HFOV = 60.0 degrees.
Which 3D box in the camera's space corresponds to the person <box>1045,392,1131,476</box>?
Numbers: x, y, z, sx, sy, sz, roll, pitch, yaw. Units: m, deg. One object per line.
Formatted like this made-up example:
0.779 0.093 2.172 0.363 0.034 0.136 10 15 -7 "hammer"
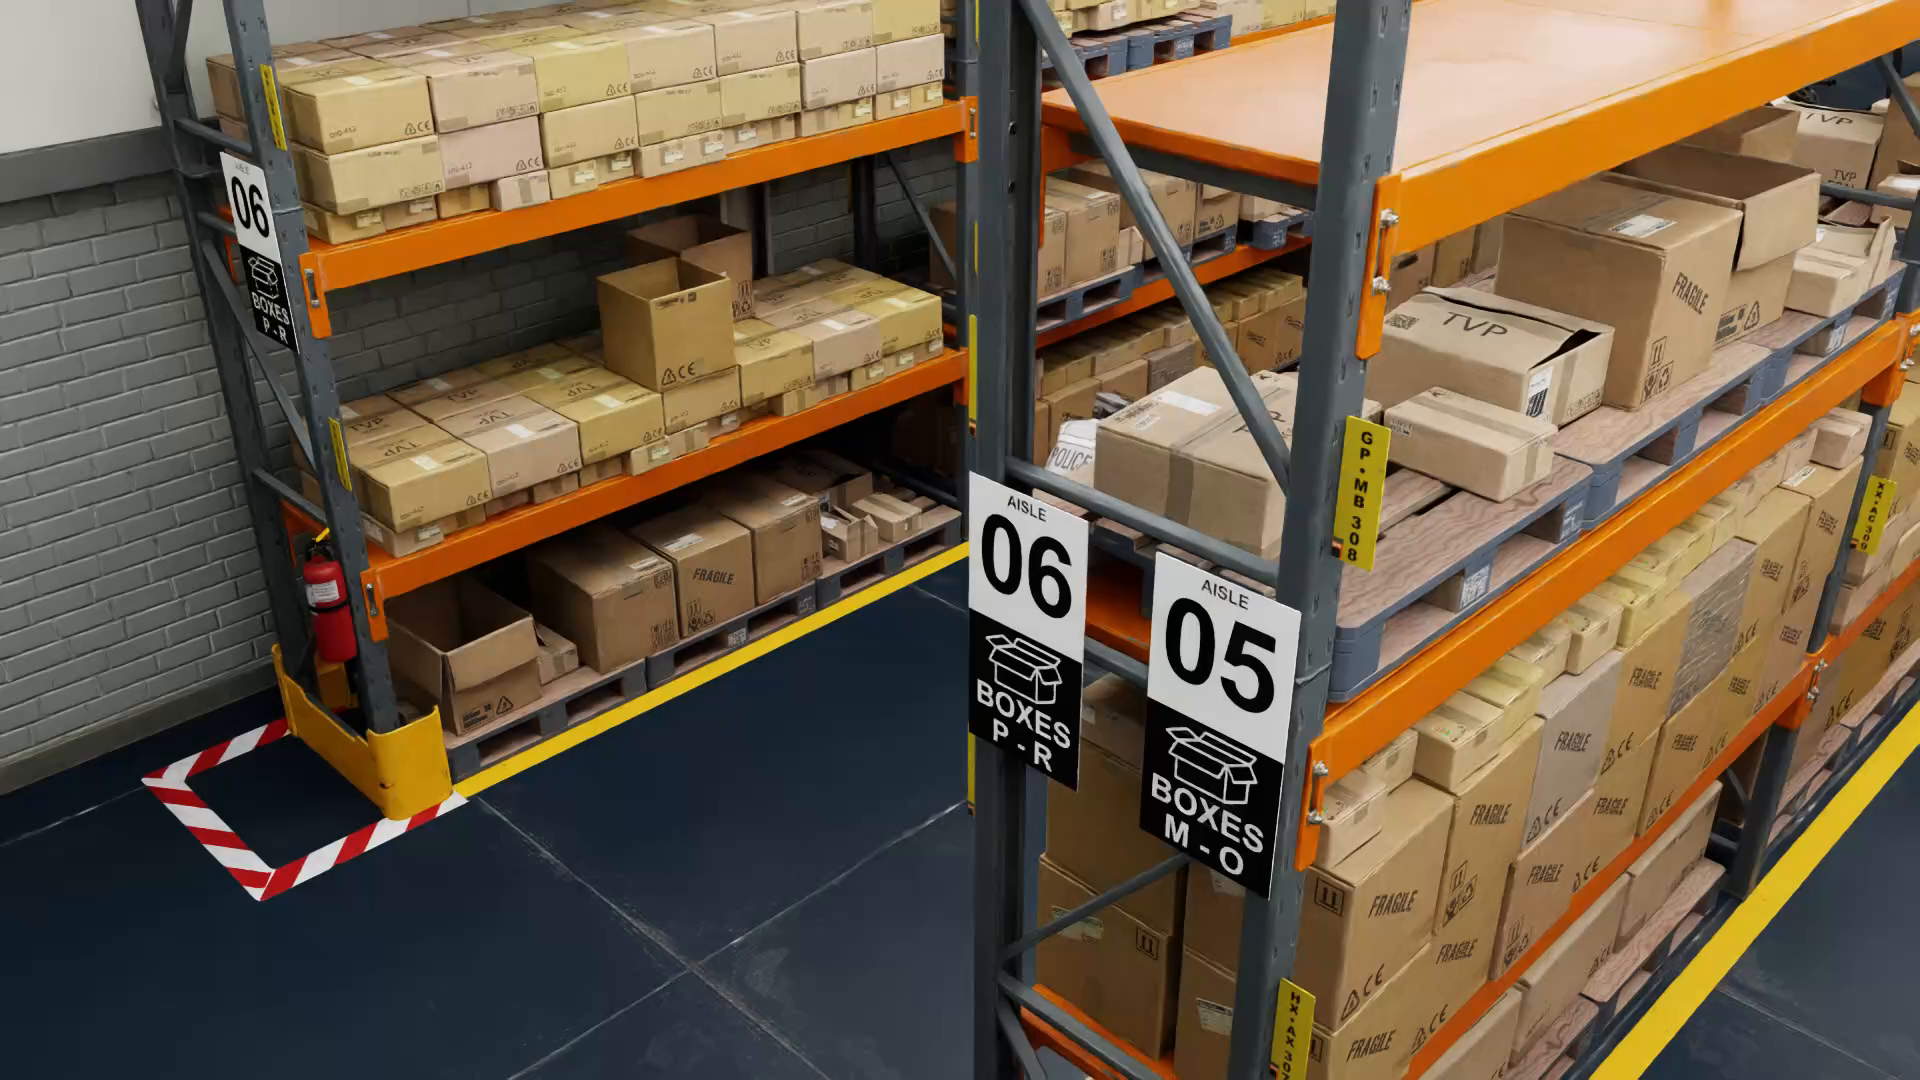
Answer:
0.715 -0.222 9.776 0.496 1.246 0.781 23 36 36 "person"
